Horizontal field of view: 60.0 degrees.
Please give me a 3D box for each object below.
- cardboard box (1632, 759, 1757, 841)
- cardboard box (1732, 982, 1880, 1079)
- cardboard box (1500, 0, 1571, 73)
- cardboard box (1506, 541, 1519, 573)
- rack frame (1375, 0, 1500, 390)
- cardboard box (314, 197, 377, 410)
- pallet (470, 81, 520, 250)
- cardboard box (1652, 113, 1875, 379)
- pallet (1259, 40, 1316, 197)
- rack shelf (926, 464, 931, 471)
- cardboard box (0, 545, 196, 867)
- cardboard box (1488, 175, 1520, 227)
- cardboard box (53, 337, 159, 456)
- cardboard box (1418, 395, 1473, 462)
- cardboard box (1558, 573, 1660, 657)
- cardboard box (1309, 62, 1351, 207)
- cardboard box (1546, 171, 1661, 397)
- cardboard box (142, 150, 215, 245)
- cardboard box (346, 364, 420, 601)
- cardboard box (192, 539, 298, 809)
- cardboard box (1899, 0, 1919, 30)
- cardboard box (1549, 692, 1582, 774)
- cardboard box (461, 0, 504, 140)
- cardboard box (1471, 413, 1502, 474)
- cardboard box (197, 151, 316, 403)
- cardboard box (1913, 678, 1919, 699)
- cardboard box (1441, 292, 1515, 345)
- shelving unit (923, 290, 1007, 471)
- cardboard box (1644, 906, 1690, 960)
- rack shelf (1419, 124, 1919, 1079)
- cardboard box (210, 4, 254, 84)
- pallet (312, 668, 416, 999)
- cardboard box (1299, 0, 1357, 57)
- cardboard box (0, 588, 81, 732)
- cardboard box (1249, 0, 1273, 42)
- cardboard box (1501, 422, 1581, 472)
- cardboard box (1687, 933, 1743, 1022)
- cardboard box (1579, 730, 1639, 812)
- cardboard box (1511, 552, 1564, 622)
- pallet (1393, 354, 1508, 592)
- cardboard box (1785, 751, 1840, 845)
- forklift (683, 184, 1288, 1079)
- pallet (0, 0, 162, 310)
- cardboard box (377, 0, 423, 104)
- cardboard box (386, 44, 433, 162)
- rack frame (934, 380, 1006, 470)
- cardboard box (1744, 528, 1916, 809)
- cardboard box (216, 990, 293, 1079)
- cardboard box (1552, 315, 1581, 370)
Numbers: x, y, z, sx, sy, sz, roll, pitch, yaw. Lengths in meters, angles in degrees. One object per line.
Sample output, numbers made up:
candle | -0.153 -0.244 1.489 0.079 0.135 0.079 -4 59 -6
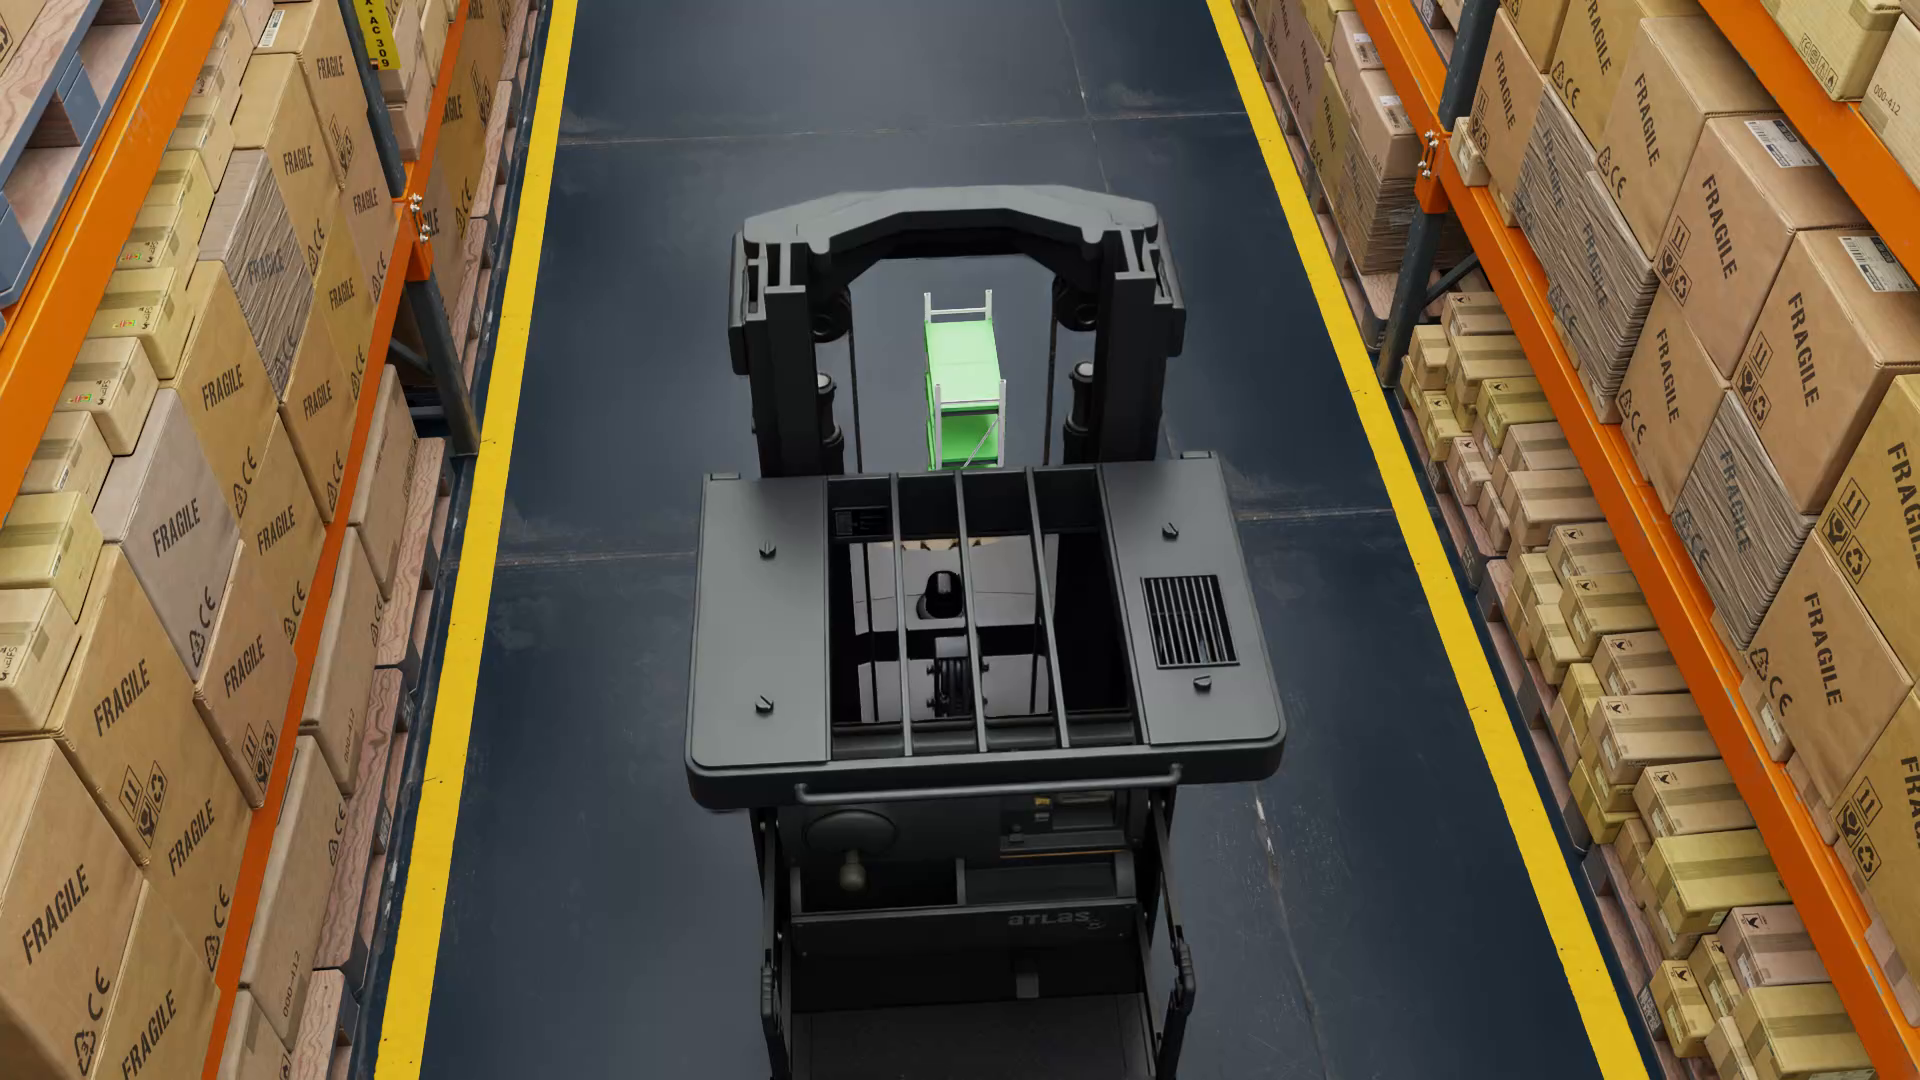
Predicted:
cardboard box | 2.335 0.828 5.164 0.380 0.149 0.250 -5 47 -5
cardboard box | 2.406 1.384 4.638 0.380 0.149 0.250 -3 47 -3
cardboard box | 2.163 -1.913 5.533 0.500 0.500 0.500 -2 47 -2
cardboard box | 2.302 0.088 6.275 0.380 0.149 0.250 -5 47 -5
rack frame | 2.368 -1.774 6.364 1.000 3.000 0.127 -3 47 -3
cardboard box | -2.214 -0.742 5.318 0.500 0.500 0.500 -5 47 -4
pallet | -2.801 -1.879 8.384 1.003 0.211 1.213 -3 47 -3
cardboard box | 2.274 -0.801 4.480 0.500 0.500 0.500 -5 47 -5
pallet | 2.196 -2.263 8.748 1.003 0.211 1.213 -3 47 -3
rack shelf | 0.014 -0.084 6.422 0.258 0.148 0.480 -3 47 -3
cardboard box | -2.028 0.378 3.568 0.500 0.500 0.500 -5 47 -4
cardboard box | 2.161 -1.280 6.069 0.380 0.149 0.250 -2 47 -2
cardboard box | -2.069 -0.320 3.783 0.380 0.149 0.250 -3 47 -3
cardboard box | 2.101 -0.462 6.796 0.380 0.149 0.250 -2 47 -2
cardboard box | 2.296 0.252 5.710 0.380 0.149 0.250 -3 47 -3
cardboard box | 2.012 -1.950 7.963 0.500 0.500 0.500 -4 47 -4
cardboard box | 2.213 -0.813 5.180 0.500 0.500 0.500 -4 47 -4
cardboard box | -2.169 -0.869 4.302 0.380 0.149 0.250 -4 47 -4
cardboard box | -2.611 -0.202 6.351 0.875 0.438 0.875 -4 47 -4
cardboard box | -2.070 0.362 4.273 0.500 0.500 0.500 -4 47 -4
cardboard box | 2.327 -1.090 3.409 0.500 0.250 0.500 -3 47 -3
cardboard box | 2.272 0.654 5.739 0.380 0.149 0.250 -3 47 -3
cardboard box | -2.846 -2.557 8.280 0.875 0.875 0.875 -3 47 -3
cardboard box | 2.246 -0.407 6.539 0.380 0.149 0.250 -4 47 -4
cardboard box | -2.155 -0.718 4.607 0.500 0.500 0.500 -3 47 -3
cardboard box | 2.417 0.324 3.415 0.500 0.500 0.500 -4 47 -4
cardboard box | 2.190 -0.880 6.782 0.380 0.149 0.250 -2 47 -2
shelving unit | 0.014 -0.293 6.201 0.258 1.200 0.503 -3 47 -3
cardboard box | 2.392 1.212 5.211 0.380 0.149 0.250 -4 47 -3
rack shelf | 2.535 -0.079 5.255 1.077 0.370 4.000 -3 47 -3
cardboard box | -2.288 -1.419 4.824 0.380 0.149 0.250 -3 47 -3
pallet | -2.465 0.999 5.659 1.003 0.211 1.213 -3 47 -3
cardboard box | 1.966 -2.594 8.057 0.500 0.250 0.500 -5 47 -5
cardboard box | -1.976 0.239 3.253 0.380 0.149 0.250 -2 47 -2
cardboard box | 1.884 -3.062 9.016 0.500 0.500 0.500 -3 47 -3
cardboard box | 2.269 -0.310 6.243 0.380 0.149 0.250 -5 47 -4
cardboard box | 2.406 1.297 4.925 0.380 0.149 0.250 -4 47 -4
cardboard box | 2.273 0.740 5.453 0.380 0.149 0.250 -3 47 -3
cardboard box | 2.224 0.176 5.987 0.380 0.149 0.250 -4 47 -4
pallet | 2.459 -0.331 6.918 1.003 0.211 1.213 -3 47 -3
cardboard box | 2.375 0.625 4.265 0.380 0.149 0.250 -4 47 -4
forklift | 0.024 0.763 4.008 1.130 2.935 3.031 -3 47 -3
pallet | -2.399 -0.927 3.558 1.003 0.211 1.213 -3 47 -3
cardboard box | -2.312 -1.856 6.200 0.500 0.250 0.500 -5 47 -4
cardboard box | -2.330 -1.683 6.381 0.500 0.250 0.500 -4 47 -4
rack frame | 0.034 -0.116 6.034 0.240 1.200 0.015 -3 47 -3
cardboard box | 2.371 0.301 4.125 0.500 0.500 0.500 -4 47 -4
cardboard box | -2.376 1.760 4.493 0.875 0.438 0.875 -5 47 -5
cardboard box | 2.209 -0.707 5.527 0.380 0.149 0.250 -3 47 -3
